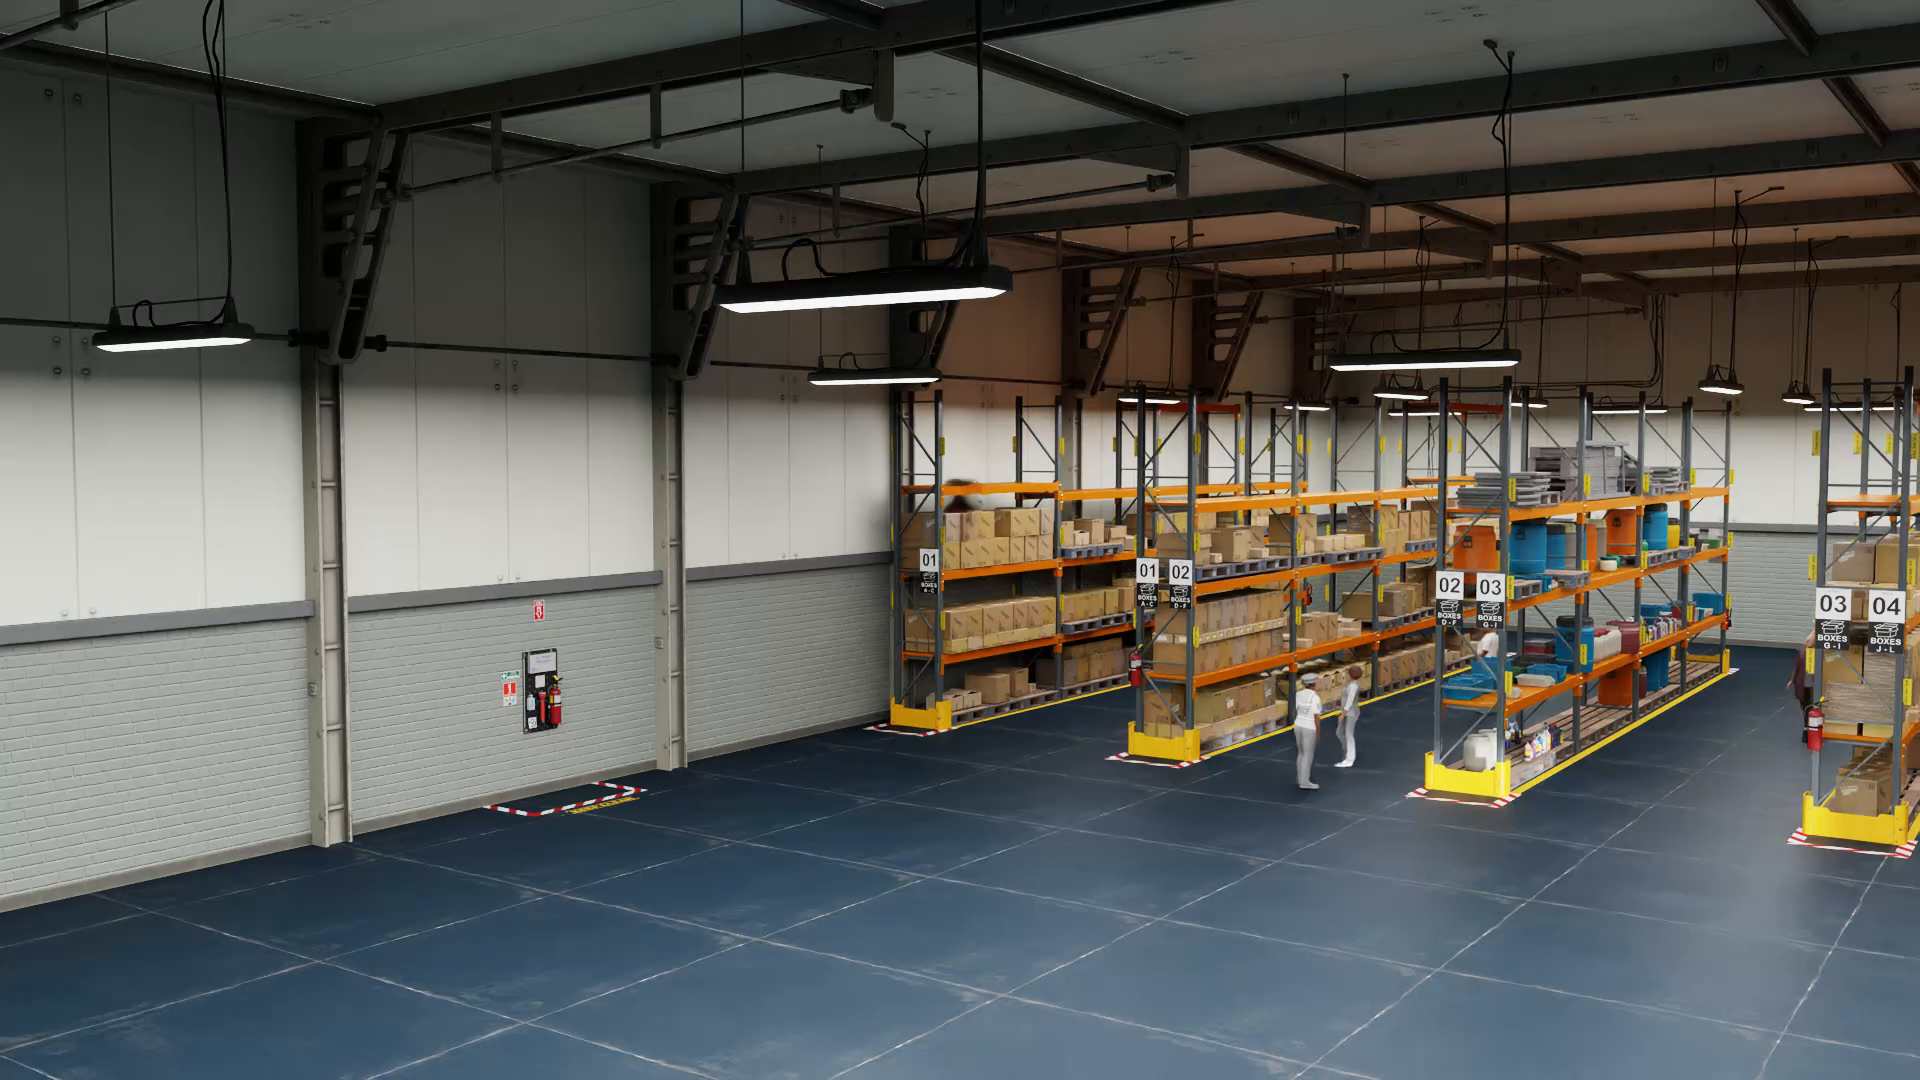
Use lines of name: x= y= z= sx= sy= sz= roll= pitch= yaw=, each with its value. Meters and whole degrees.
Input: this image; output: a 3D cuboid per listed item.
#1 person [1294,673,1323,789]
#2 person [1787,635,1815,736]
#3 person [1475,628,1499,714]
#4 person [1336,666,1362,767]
person: x=5.130 y=2.797 z=24.345 sx=0.426 sy=1.699 sz=0.479 roll=-2 pitch=4 yaw=-26
person: x=14.633 y=2.501 z=28.632 sx=0.700 sy=1.734 sz=1.023 roll=2 pitch=4 yaw=36
person: x=9.860 y=2.355 z=31.160 sx=0.408 sy=1.776 sz=0.582 roll=3 pitch=4 yaw=39
person: x=6.062 y=2.764 z=25.980 sx=0.416 sy=1.627 sz=0.431 roll=0 pitch=3 yaw=-4
